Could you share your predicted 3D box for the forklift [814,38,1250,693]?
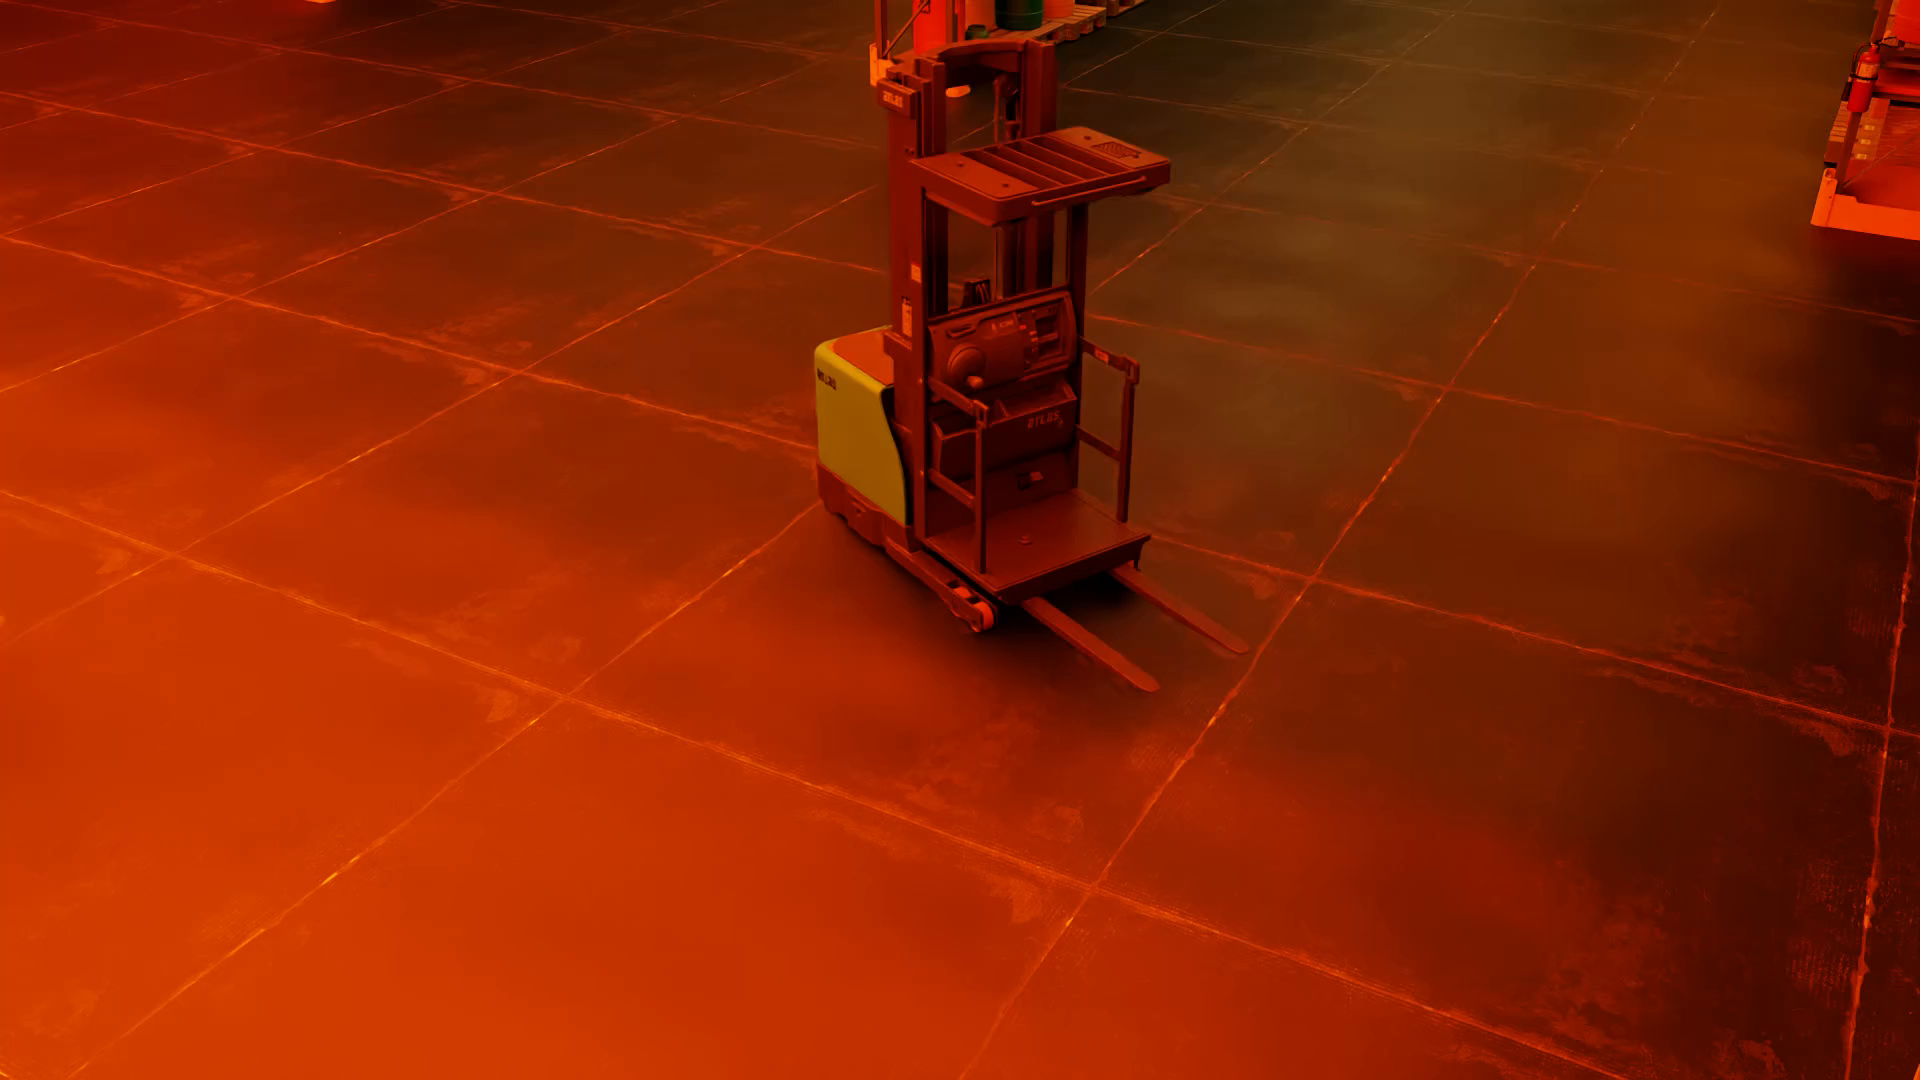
[{"bbox_3d":[0.364,-1.036,8.866,1.130,2.935,3.031,-19,35,-29],"label":"forklift"}]
